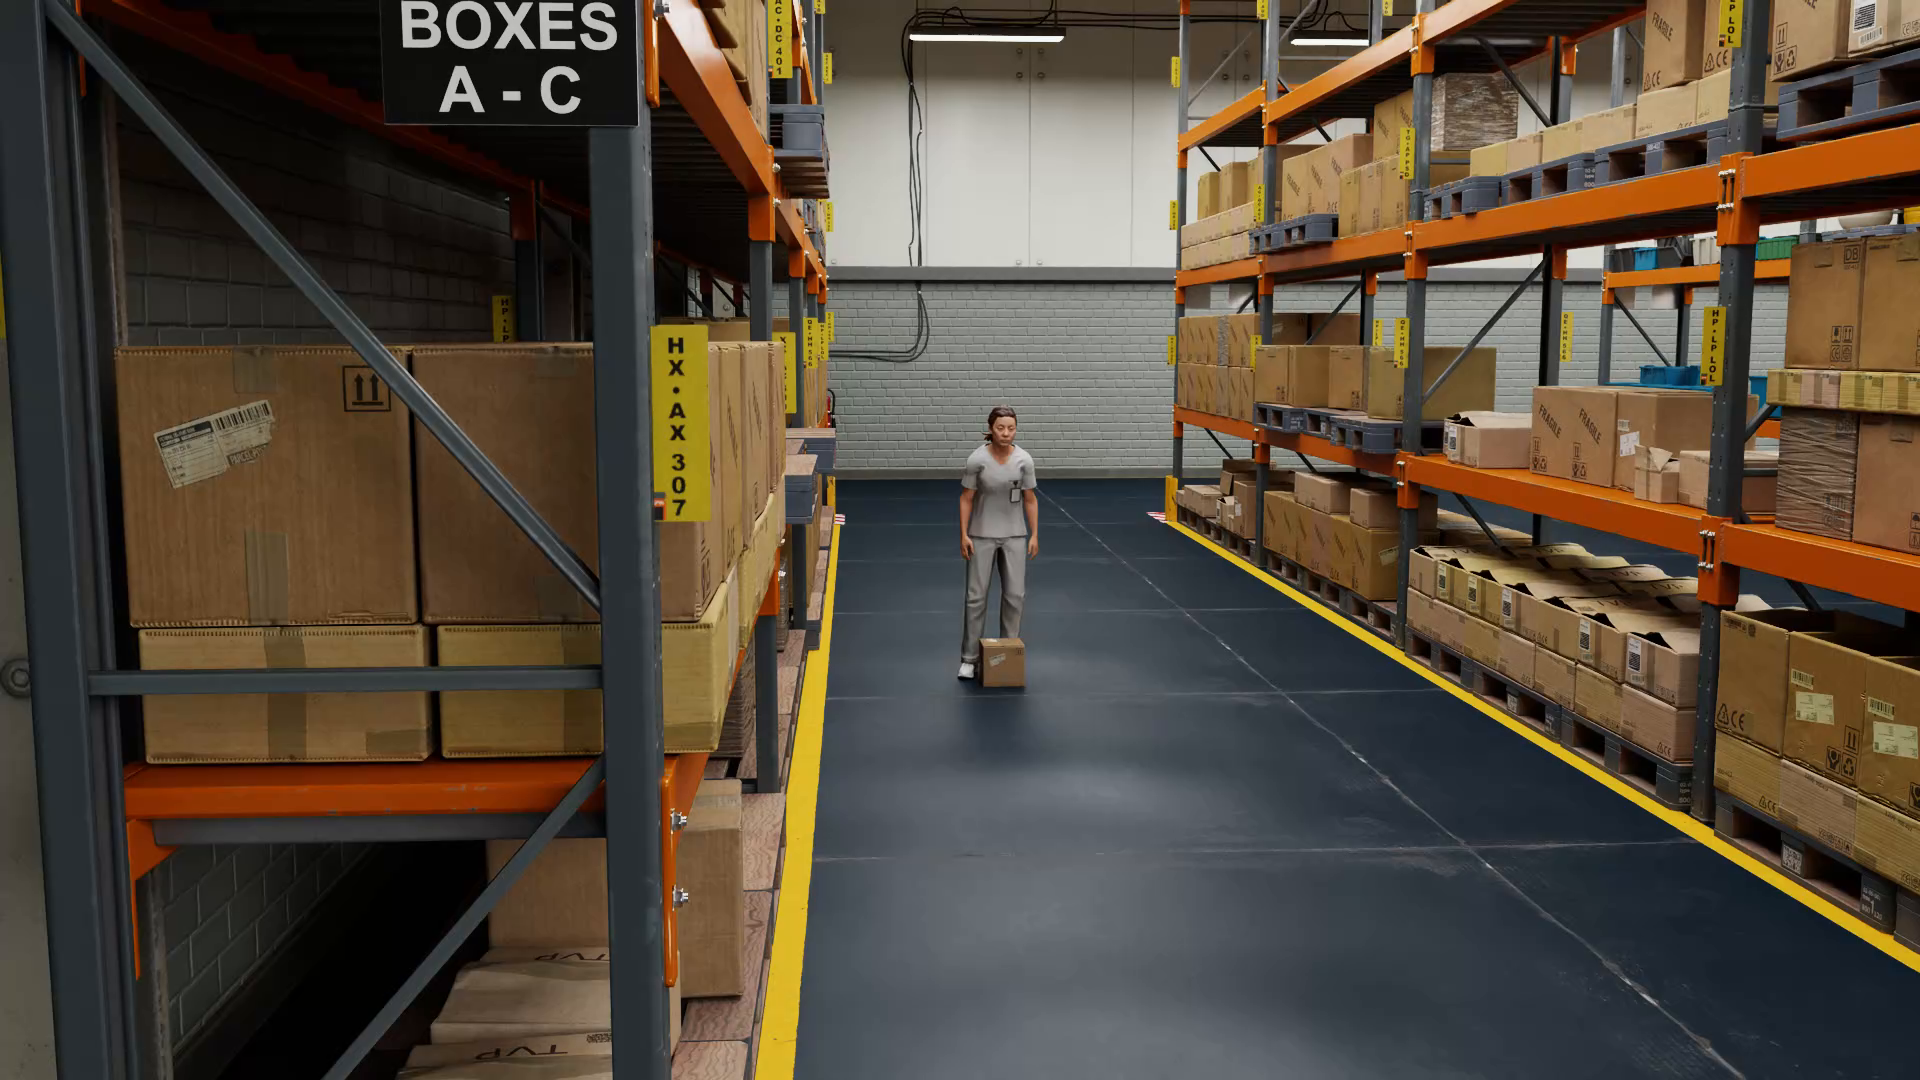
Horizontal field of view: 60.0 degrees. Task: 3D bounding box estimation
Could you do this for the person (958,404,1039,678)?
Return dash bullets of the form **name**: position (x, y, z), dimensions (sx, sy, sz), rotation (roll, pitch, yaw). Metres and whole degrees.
- **person**: position (0.234, 0.009, 10.195), dimensions (0.513, 1.669, 0.408), rotation (-1, 7, -7)
